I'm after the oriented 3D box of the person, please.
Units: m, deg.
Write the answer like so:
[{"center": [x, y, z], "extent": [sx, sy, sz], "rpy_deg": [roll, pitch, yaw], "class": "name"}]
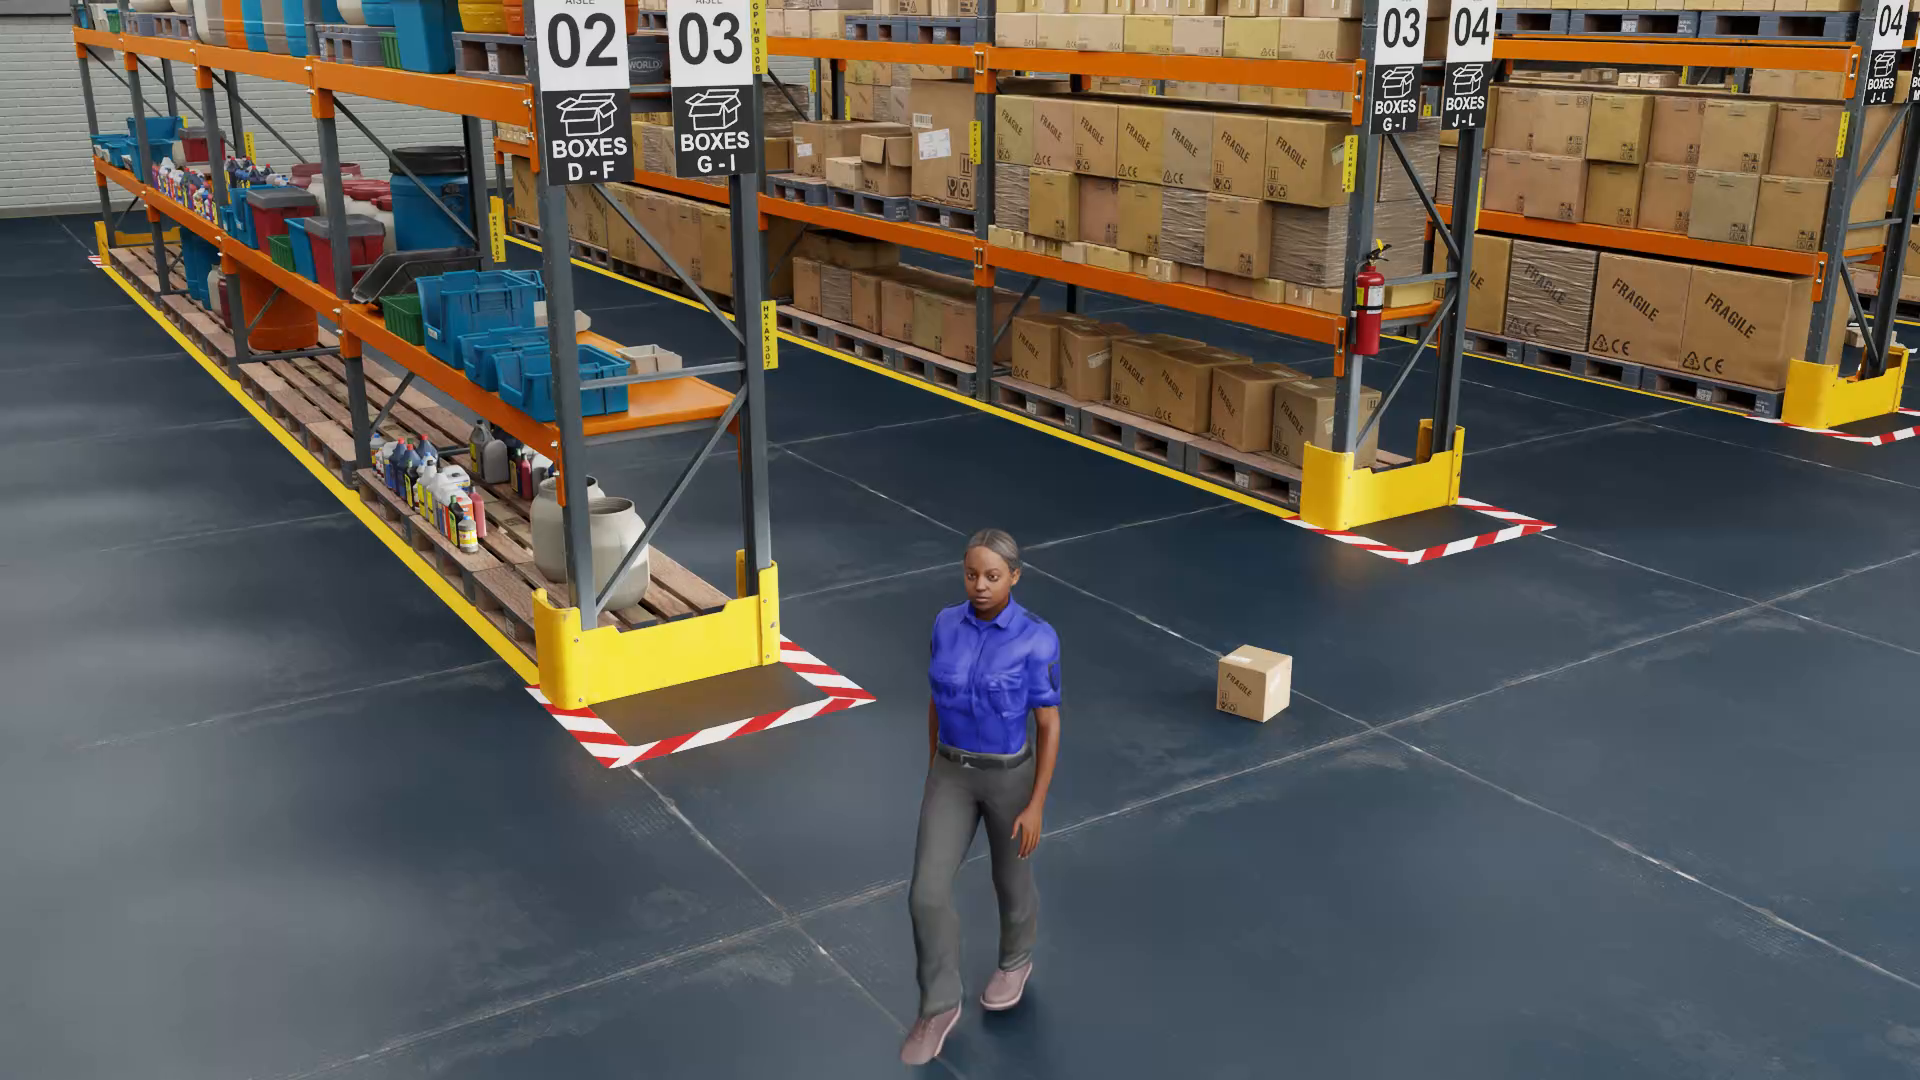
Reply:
[{"center": [0.073, 0.808, 5.169], "extent": [0.487, 1.723, 0.612], "rpy_deg": [7, 20, 21], "class": "person"}]
